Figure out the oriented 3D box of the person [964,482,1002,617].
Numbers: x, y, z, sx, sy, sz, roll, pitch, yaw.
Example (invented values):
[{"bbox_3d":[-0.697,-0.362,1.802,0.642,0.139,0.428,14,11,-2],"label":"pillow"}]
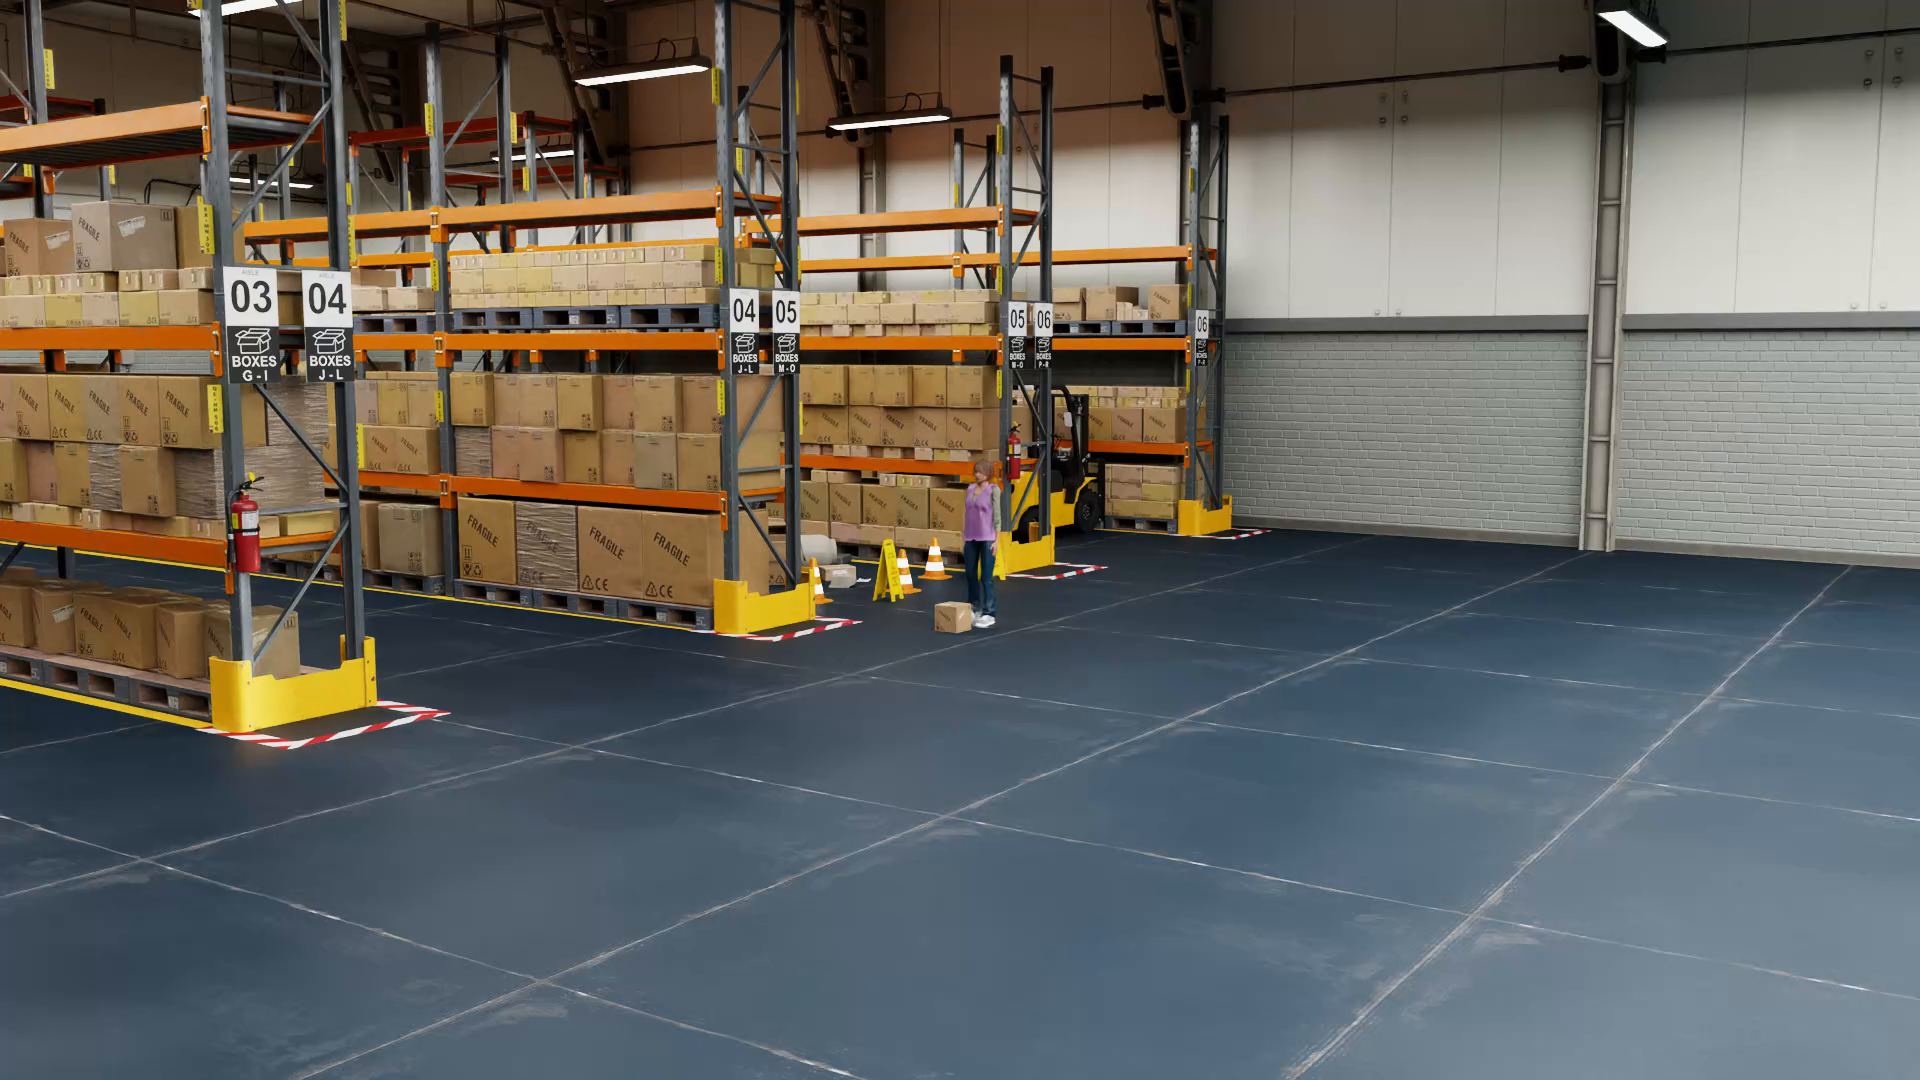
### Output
[{"bbox_3d":[0.221,0.096,16.055,0.428,1.306,0.339,5,8,35],"label":"person"}]
